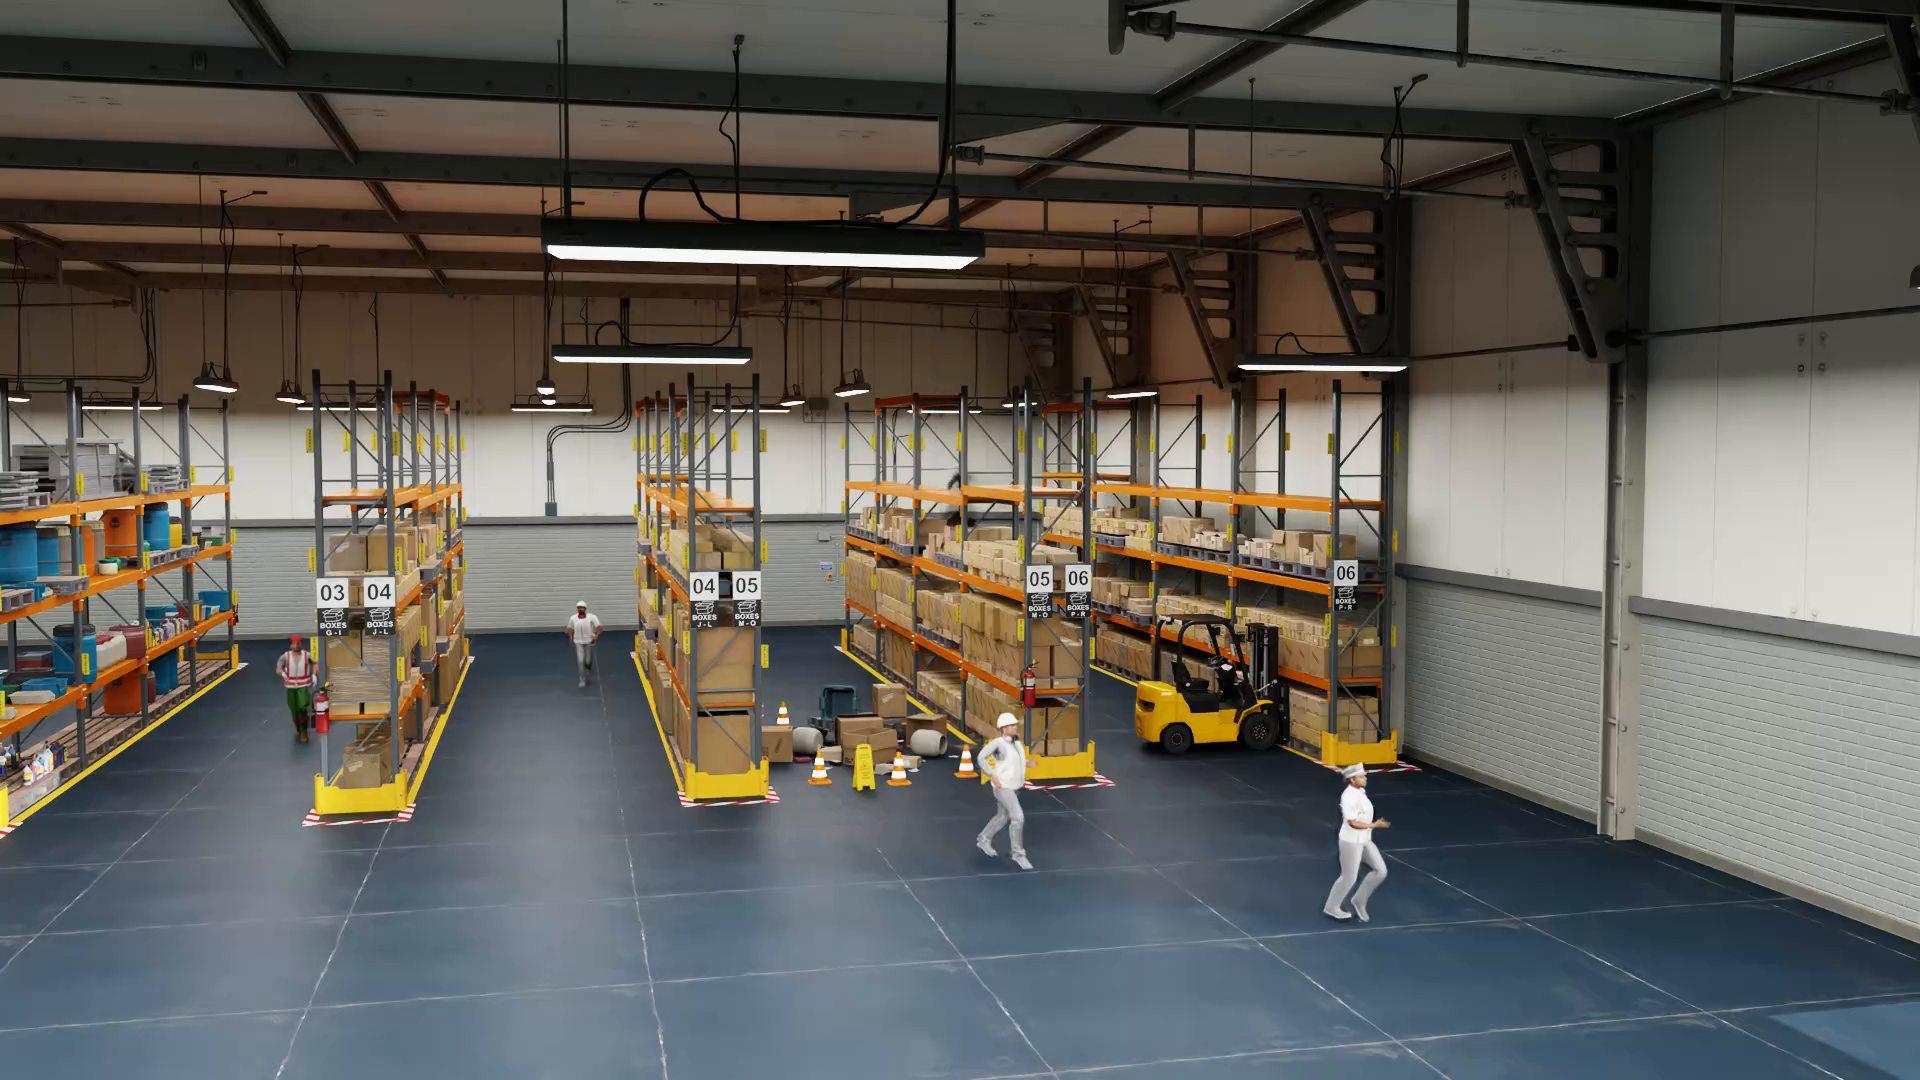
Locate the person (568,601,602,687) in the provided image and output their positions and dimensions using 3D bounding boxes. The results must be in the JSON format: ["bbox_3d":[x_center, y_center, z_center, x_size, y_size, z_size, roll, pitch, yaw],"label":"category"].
[{"bbox_3d":[-7.804,2.141,34.590,0.702,1.766,0.721,0,3,-4],"label":"person"}]

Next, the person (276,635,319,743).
[{"bbox_3d":[-11.148,2.508,27.951,0.635,1.825,0.749,-1,3,-12],"label":"person"}]

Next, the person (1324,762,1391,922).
[{"bbox_3d":[4.157,3.156,17.350,0.688,1.706,0.544,2,4,35],"label":"person"}]

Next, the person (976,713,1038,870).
[{"bbox_3d":[0.546,2.970,19.829,0.820,1.831,0.646,2,4,28],"label":"person"}]
